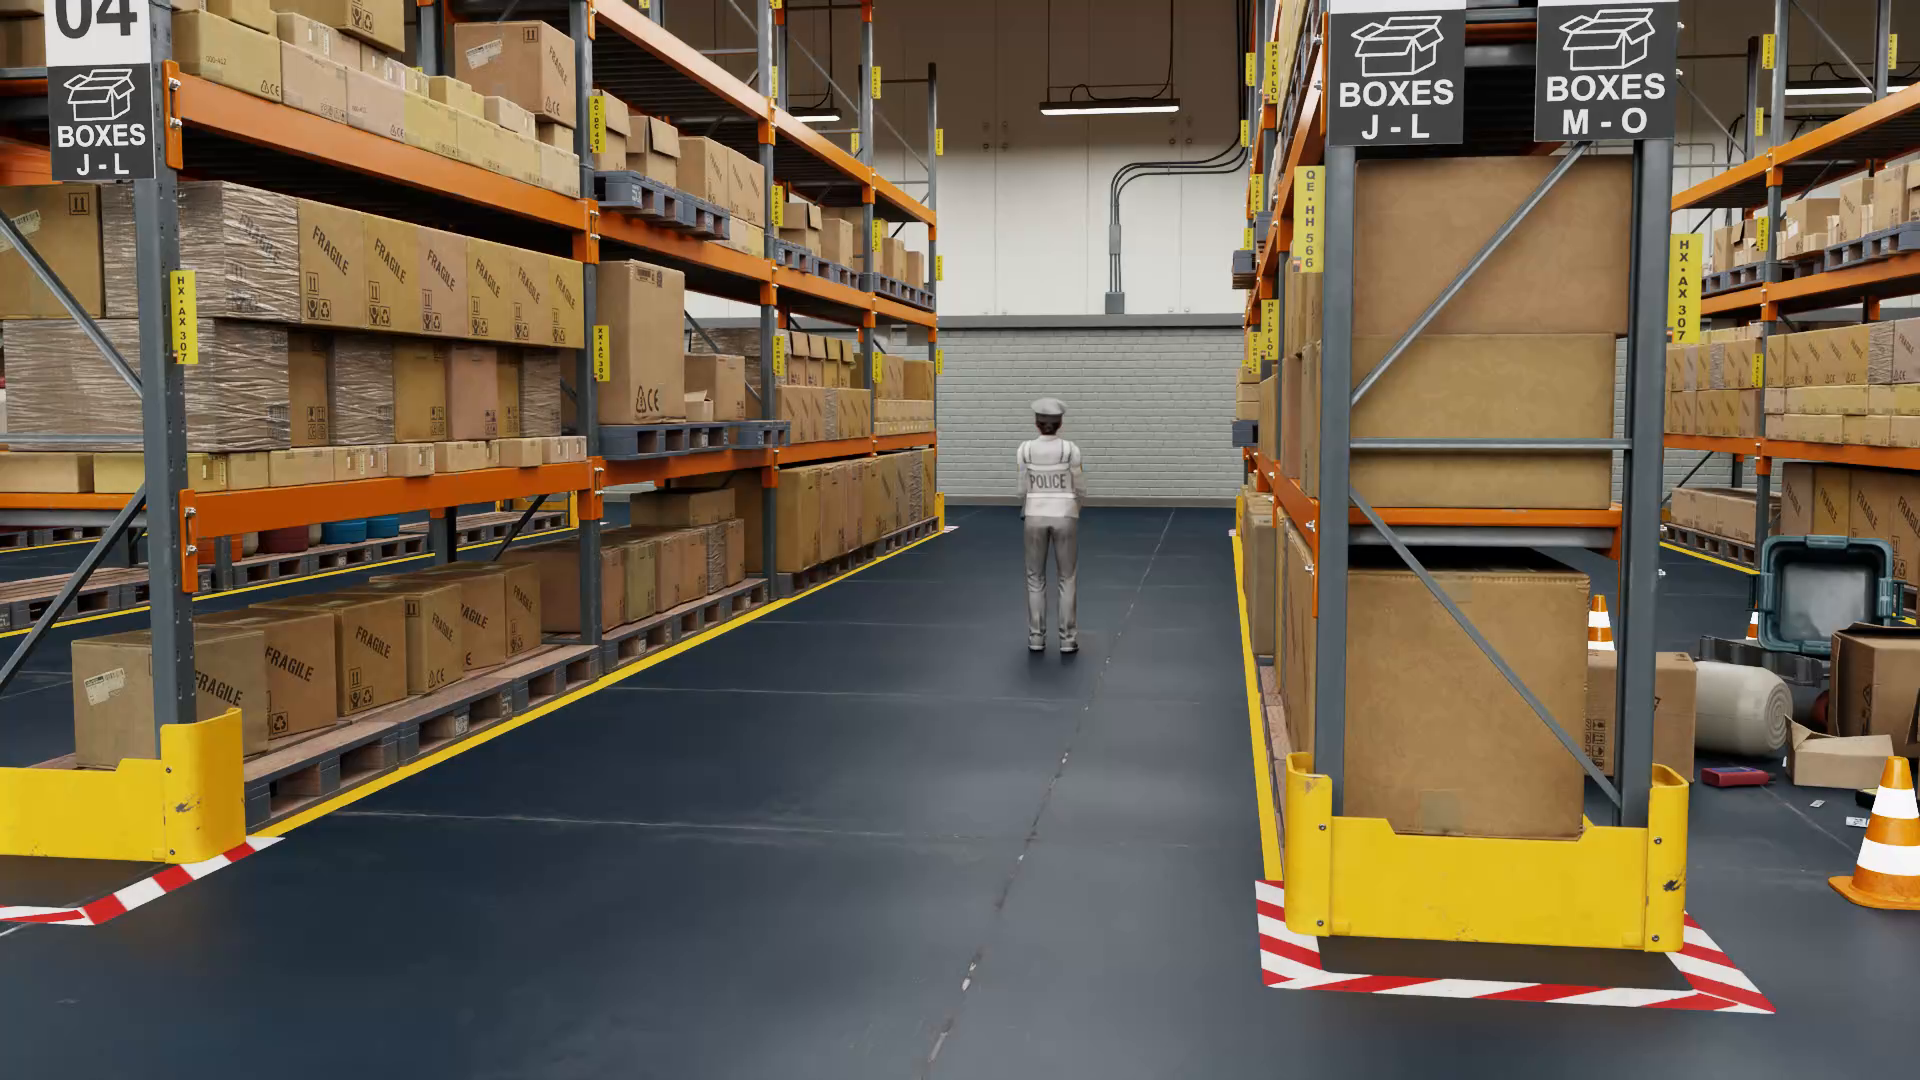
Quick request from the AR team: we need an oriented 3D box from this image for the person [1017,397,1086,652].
[{"bbox_3d":[0.613,-0.106,11.077,0.459,1.688,0.532,1,5,9],"label":"person"}]
